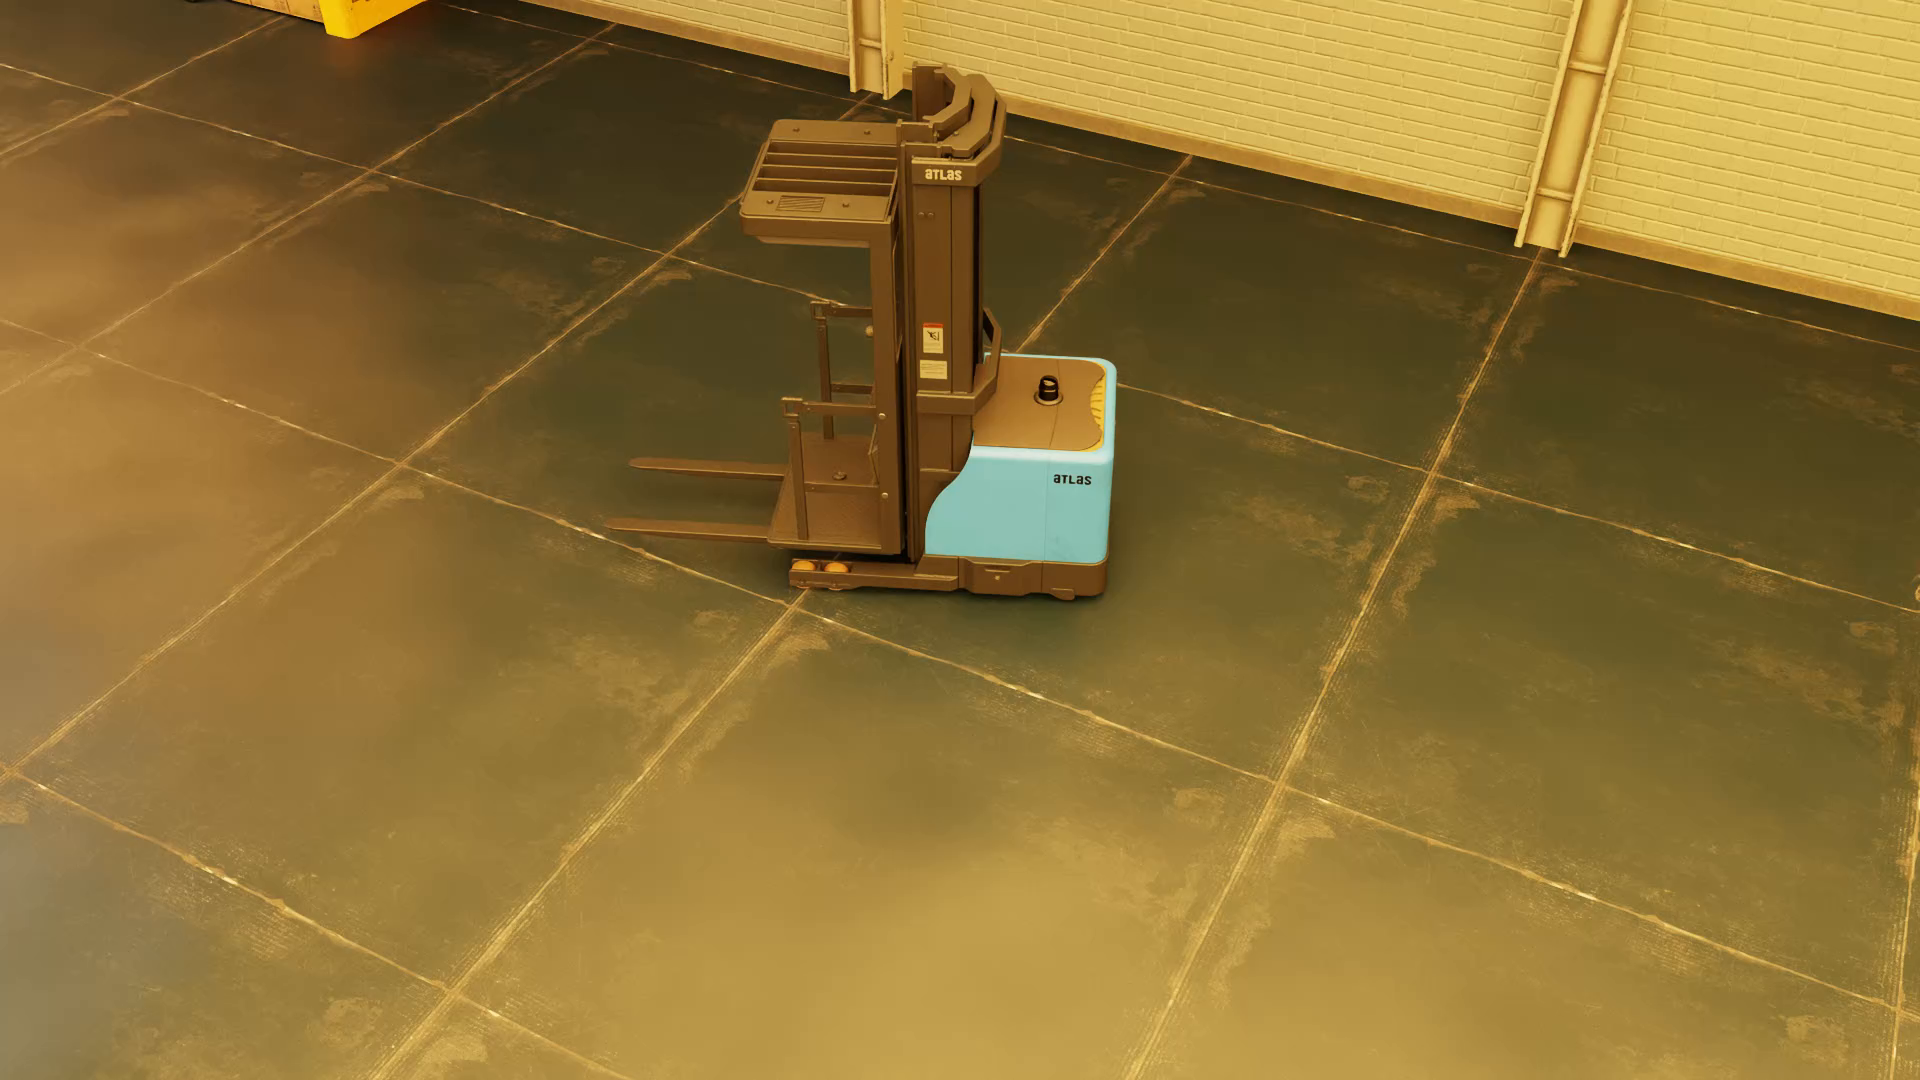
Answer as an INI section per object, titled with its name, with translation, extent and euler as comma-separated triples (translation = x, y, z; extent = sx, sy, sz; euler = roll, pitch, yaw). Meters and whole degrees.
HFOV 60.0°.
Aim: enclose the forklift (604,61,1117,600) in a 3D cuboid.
[forklift]
translation = -0.606, -1.157, 9.360
extent = 3.031, 2.935, 1.130
euler = 3, 40, 4
